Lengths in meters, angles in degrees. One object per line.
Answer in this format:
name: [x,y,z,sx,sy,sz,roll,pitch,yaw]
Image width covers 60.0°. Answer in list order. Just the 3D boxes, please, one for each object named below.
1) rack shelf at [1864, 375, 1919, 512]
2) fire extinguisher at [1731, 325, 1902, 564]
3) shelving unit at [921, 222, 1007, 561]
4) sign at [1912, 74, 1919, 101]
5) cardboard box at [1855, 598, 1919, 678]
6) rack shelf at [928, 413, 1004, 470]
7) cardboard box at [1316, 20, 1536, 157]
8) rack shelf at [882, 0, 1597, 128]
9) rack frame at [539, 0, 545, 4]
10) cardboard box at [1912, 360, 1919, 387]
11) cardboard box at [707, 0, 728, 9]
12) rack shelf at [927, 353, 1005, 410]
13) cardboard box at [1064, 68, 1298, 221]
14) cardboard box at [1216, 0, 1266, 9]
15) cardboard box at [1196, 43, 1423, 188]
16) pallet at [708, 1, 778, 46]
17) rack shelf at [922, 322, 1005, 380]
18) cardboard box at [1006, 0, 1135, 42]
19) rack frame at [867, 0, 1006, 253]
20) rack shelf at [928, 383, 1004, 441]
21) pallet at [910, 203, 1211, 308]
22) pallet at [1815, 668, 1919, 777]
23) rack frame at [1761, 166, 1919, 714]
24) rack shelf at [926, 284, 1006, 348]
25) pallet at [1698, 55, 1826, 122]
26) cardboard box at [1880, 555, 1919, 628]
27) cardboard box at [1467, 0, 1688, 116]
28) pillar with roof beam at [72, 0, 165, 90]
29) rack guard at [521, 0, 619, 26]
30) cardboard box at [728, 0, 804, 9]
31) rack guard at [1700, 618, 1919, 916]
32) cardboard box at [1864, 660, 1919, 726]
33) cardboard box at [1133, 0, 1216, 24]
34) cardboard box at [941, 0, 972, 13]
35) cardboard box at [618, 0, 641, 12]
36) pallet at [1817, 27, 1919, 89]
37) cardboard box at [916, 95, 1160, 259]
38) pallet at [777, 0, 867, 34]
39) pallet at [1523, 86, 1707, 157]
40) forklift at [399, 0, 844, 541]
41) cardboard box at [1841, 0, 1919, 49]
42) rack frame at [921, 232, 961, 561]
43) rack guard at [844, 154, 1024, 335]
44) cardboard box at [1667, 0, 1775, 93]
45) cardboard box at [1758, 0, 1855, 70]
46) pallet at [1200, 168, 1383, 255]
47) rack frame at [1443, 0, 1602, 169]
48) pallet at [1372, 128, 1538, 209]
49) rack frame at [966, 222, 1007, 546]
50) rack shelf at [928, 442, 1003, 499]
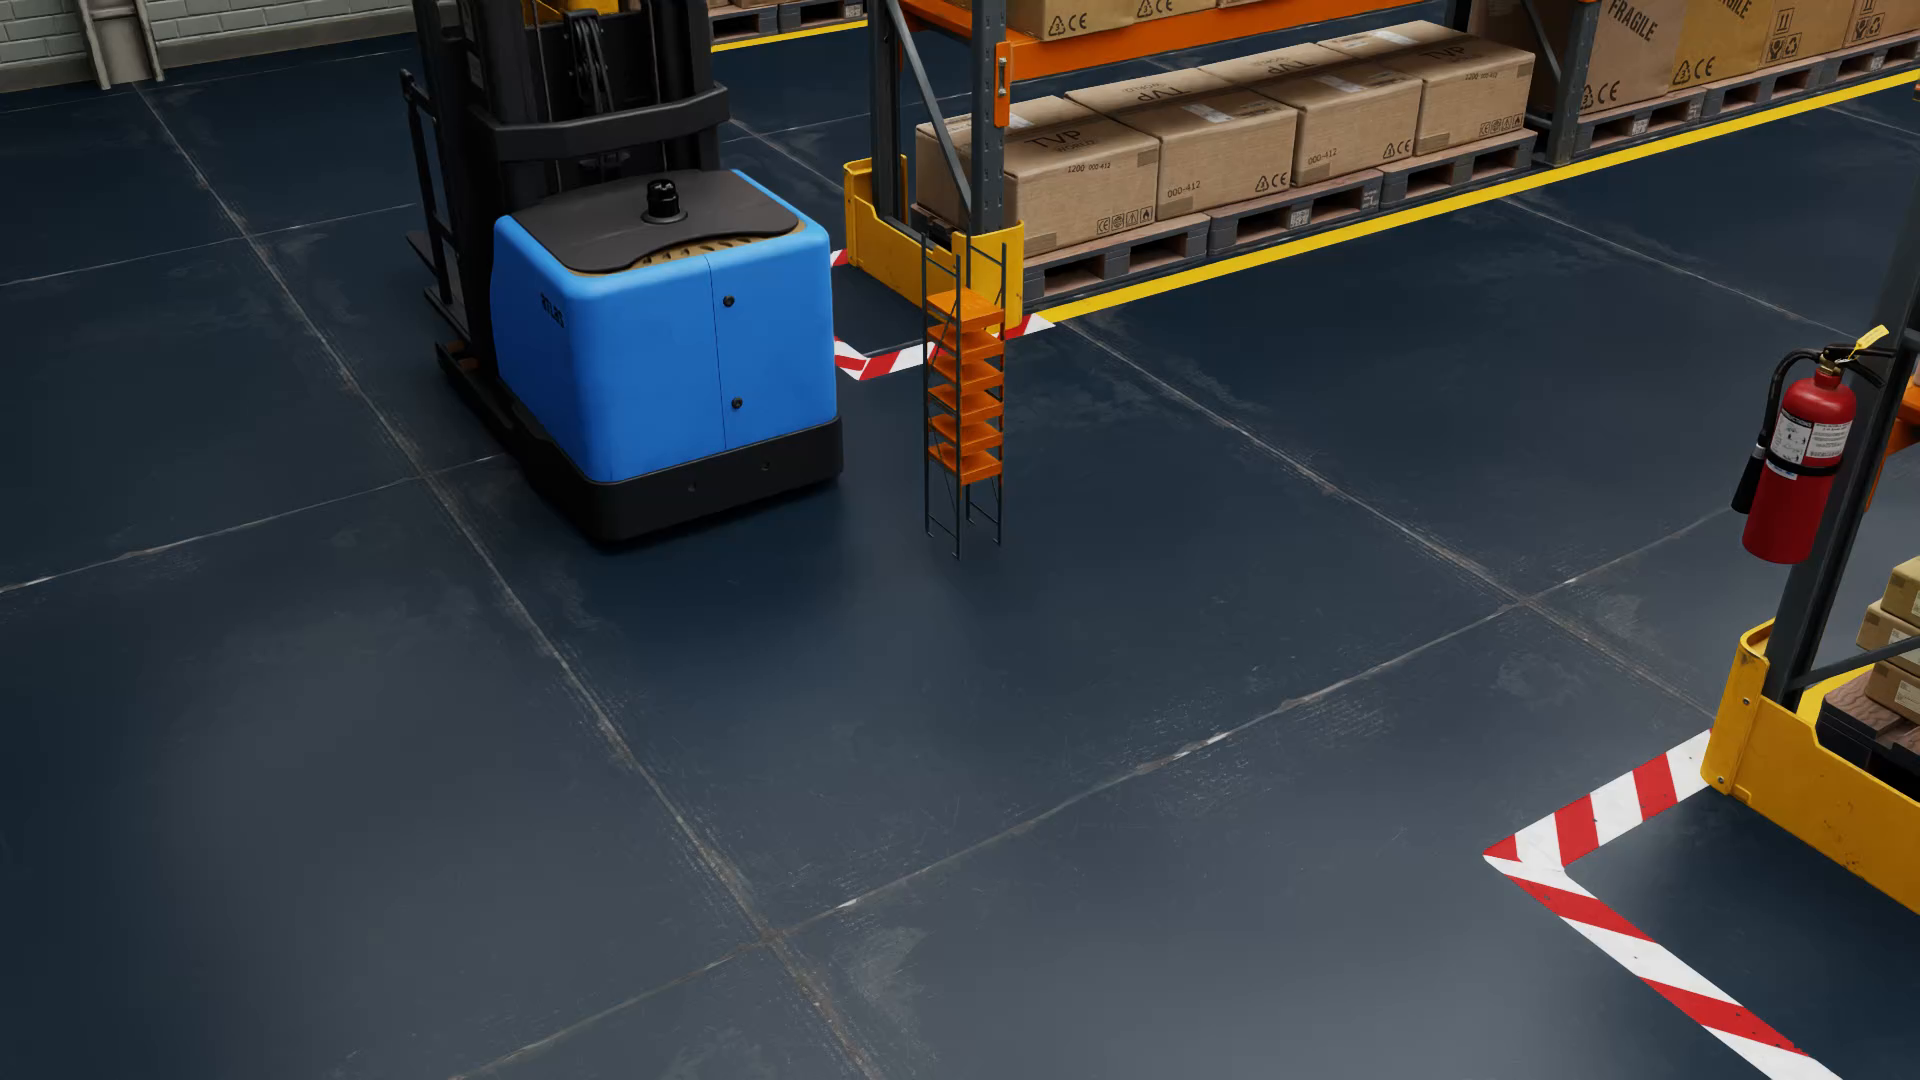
rack shelf: [4.326,-0.592,5.052,4.000,0.370,1.077,-19,37,-27]
fire extinguisher: [2.183,-0.262,4.276,0.183,0.674,0.296,-19,37,-27]
shelving unit: [0.012,-0.512,5.937,0.189,1.200,0.258,-19,37,-27]
sign: [2.361,-1.196,3.954,0.005,0.325,0.100,-19,37,-27]
cardboard box: [2.934,0.303,4.957,0.250,0.149,0.380,-20,37,-29]
rack shelf: [0.012,-0.373,6.024,0.180,0.103,0.258,-19,37,-27]
cardboard box: [2.654,-2.626,9.609,0.875,0.438,0.875,-20,37,-28]
rack shelf: [1.559,-2.783,8.524,4.000,0.370,1.077,-19,37,-27]
rack frame: [-2.814,-4.734,10.943,0.127,3.000,1.000,-19,37,-27]
cardboard box: [2.766,-0.433,4.361,0.250,0.149,0.380,-19,37,-27]
cardboard box: [-1.871,-3.945,11.971,0.250,0.149,0.380,-21,38,-29]
rack shelf: [0.012,-0.576,5.896,0.180,0.103,0.258,-19,37,-27]
cardboard box: [1.143,-2.107,8.786,0.875,0.438,0.875,-18,36,-26]
cardboard box: [1.285,-2.859,7.877,0.500,0.500,0.500,-19,37,-28]
cardboard box: [1.902,-2.367,9.198,0.875,0.438,0.875,-20,37,-29]
pallet: [-2.081,-3.807,12.088,1.213,0.211,1.003,-19,37,-27]
rack shelf: [0.012,-0.677,5.832,0.180,0.103,0.258,-19,37,-27]
cardboard box: [0.437,-2.561,7.405,0.500,0.500,0.500,-19,37,-28]
rack frame: [-0.122,-2.509,7.416,0.127,3.000,1.000,-19,37,-27]
rack shelf: [0.012,-0.474,5.960,0.180,0.103,0.258,-19,37,-27]
pallet: [0.508,-1.596,8.582,1.213,0.211,1.003,-19,37,-27]
pallet: [3.411,0.620,5.069,1.213,0.211,1.003,-19,37,-27]
rack frame: [2.645,-0.318,3.943,0.127,3.000,1.000,-19,37,-27]
rack shelf: [0.012,-0.779,5.768,0.180,0.103,0.258,-19,37,-27]
pallet: [4.874,-3.097,10.962,1.213,0.211,1.003,-19,37,-27]
cardboard box: [2.953,0.191,4.856,0.250,0.149,0.380,-19,37,-27]
cardboard box: [3.718,-3.159,10.045,0.875,0.875,0.875,-18,36,-26]
pillar with roof beam: [-3.236,-4.965,5.687,0.400,9.000,9.100,-19,37,-27]
rack guard: [-2.750,-3.698,11.644,0.348,0.500,1.175,-19,37,-27]
cardboard box: [-1.509,-4.218,12.075,0.500,0.500,0.700,-17,36,-25]
rack guard: [2.709,0.717,4.645,0.348,0.500,1.175,-19,37,-27]
cardboard box: [2.975,0.464,4.981,0.250,0.149,0.380,-18,37,-26]
cardboard box: [0.847,-2.720,7.657,0.500,0.500,0.500,-20,37,-28]
cardboard box: [0.140,-2.809,7.798,0.500,0.500,0.500,-19,37,-27]
cardboard box: [-2.249,-3.990,11.710,0.637,0.503,0.797,-21,38,-29]
pallet: [5.899,-3.448,11.518,1.213,0.211,1.003,-19,37,-27]
cardboard box: [0.379,-1.839,8.361,0.875,0.438,0.875,-20,38,-29]
pallet: [-1.056,-4.158,12.643,1.213,0.211,1.003,-19,37,-27]
pallet: [3.848,-2.743,10.400,1.213,0.211,1.003,-19,37,-27]
forklift: [-1.665,-1.988,6.654,1.130,2.935,3.031,-18,37,-27]
cardboard box: [5.977,-3.938,11.279,0.875,0.875,0.875,-19,37,-28]
rack frame: [-0.065,-0.485,5.895,0.006,1.200,0.240,-19,37,-27]
rack guard: [-0.142,-1.445,8.072,0.348,0.500,1.175,-19,37,-27]
cardboard box: [4.473,-3.424,10.464,0.875,0.875,0.875,-18,36,-26]
cardboard box: [5.225,-3.682,10.873,0.875,0.875,0.875,-19,37,-27]
pallet: [1.532,-1.946,9.137,1.213,0.211,1.003,-19,37,-27]
rack frame: [3.240,-3.665,9.249,0.127,3.000,1.000,-19,37,-27]
pallet: [2.559,-2.301,9.700,1.213,0.211,1.003,-19,37,-27]
rack frame: [0.089,-0.538,5.978,0.006,1.200,0.240,-19,37,-27]
rack shelf: [0.012,-0.271,6.088,0.180,0.103,0.258,-19,37,-27]
